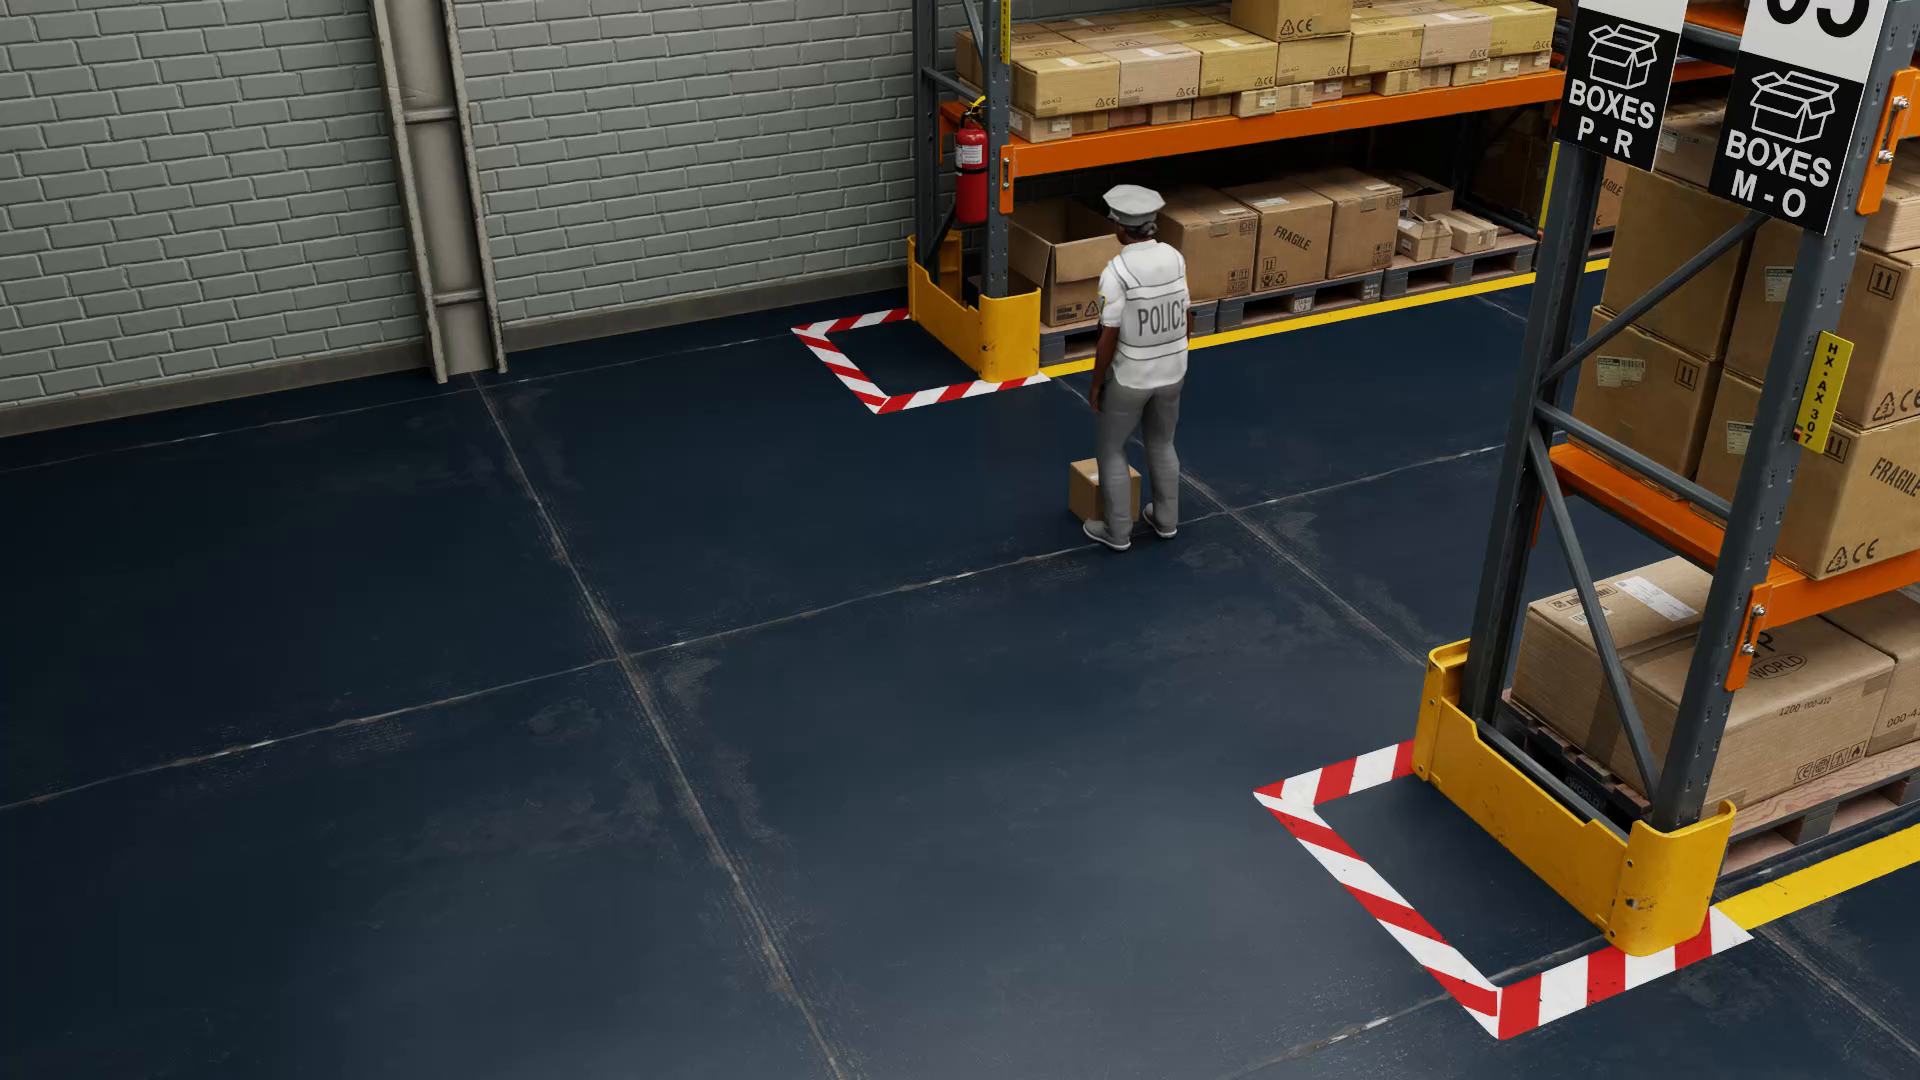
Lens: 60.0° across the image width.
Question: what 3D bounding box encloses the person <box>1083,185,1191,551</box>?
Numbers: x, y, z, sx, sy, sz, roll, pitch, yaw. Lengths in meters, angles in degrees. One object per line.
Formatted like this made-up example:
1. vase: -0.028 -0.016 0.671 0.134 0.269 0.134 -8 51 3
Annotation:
1. person: 0.805 -0.737 7.429 0.523 1.655 0.395 -15 33 -25
